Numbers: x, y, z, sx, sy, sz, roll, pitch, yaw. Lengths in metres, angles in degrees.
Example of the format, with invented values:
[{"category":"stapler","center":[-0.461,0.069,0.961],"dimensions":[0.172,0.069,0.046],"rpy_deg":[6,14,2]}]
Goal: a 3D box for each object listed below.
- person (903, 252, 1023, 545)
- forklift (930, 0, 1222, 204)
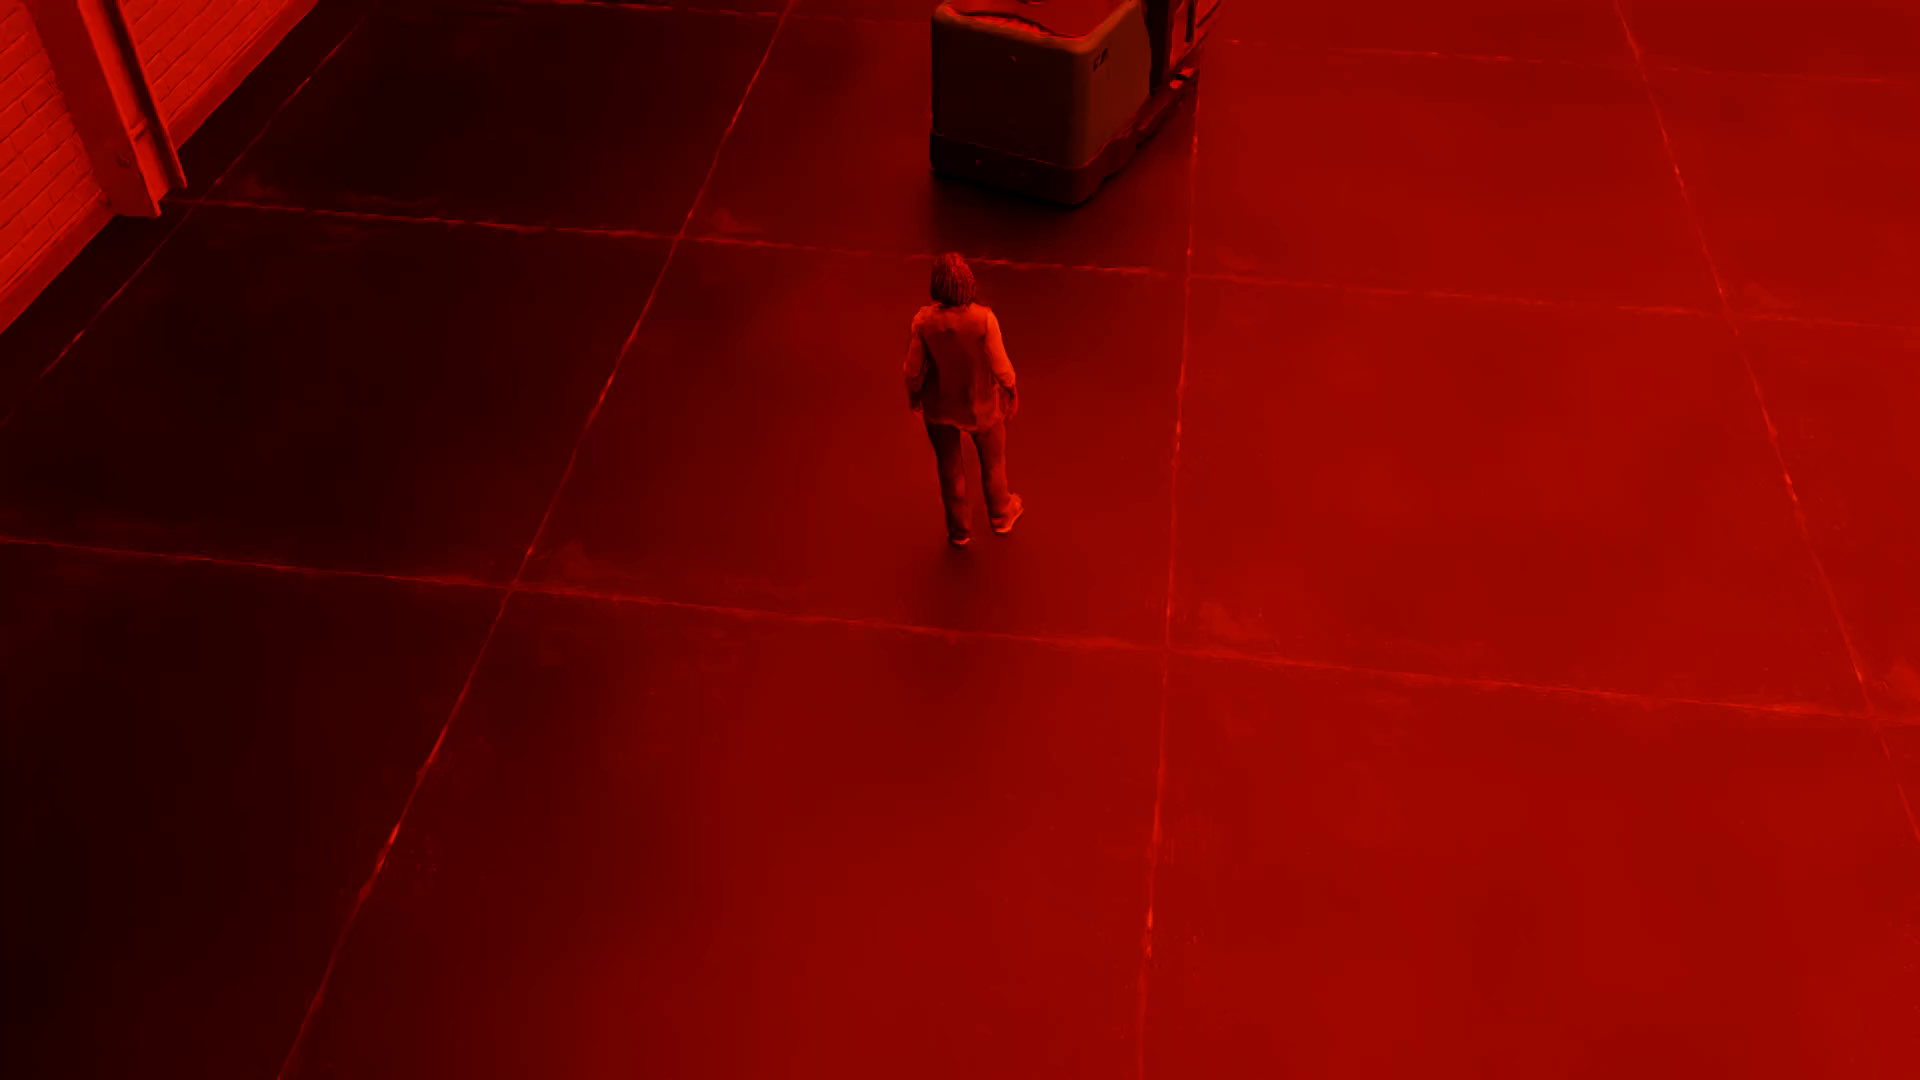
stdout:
[{"category":"person","center":[0.023,-0.642,7.399],"dimensions":[0.521,1.597,0.474],"rpy_deg":[5,43,6]},{"category":"forklift","center":[0.946,-4.088,10.175],"dimensions":[1.130,2.935,3.031],"rpy_deg":[19,46,20]}]
